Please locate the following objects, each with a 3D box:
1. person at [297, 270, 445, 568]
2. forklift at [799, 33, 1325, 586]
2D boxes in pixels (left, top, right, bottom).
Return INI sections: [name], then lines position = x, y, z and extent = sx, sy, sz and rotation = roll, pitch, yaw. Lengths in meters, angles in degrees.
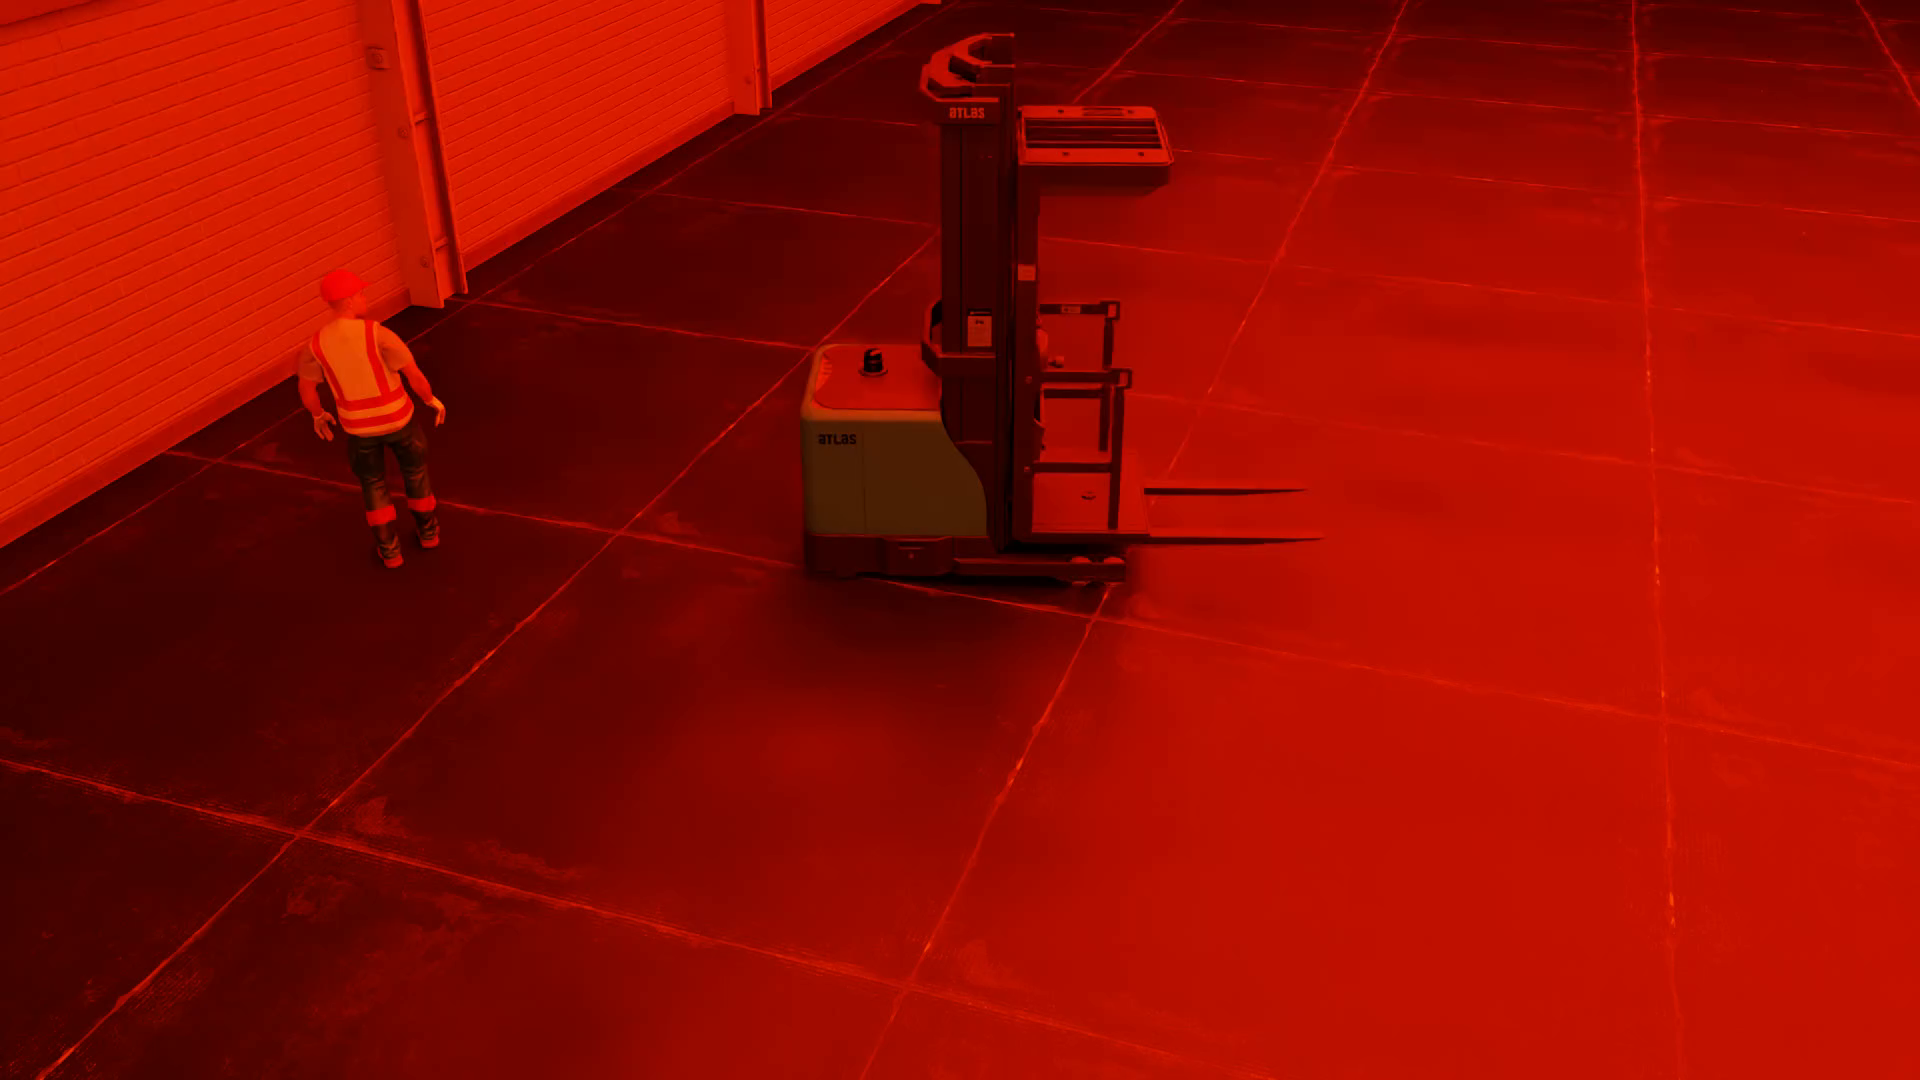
[person]
position = -3.350, -0.720, 9.572
extent = 0.757, 1.772, 0.512
rotation = -6, 30, -11
[forklift]
position = 0.615, -1.274, 9.371
extent = 3.031, 2.935, 1.130
rotation = 1, 30, 1
